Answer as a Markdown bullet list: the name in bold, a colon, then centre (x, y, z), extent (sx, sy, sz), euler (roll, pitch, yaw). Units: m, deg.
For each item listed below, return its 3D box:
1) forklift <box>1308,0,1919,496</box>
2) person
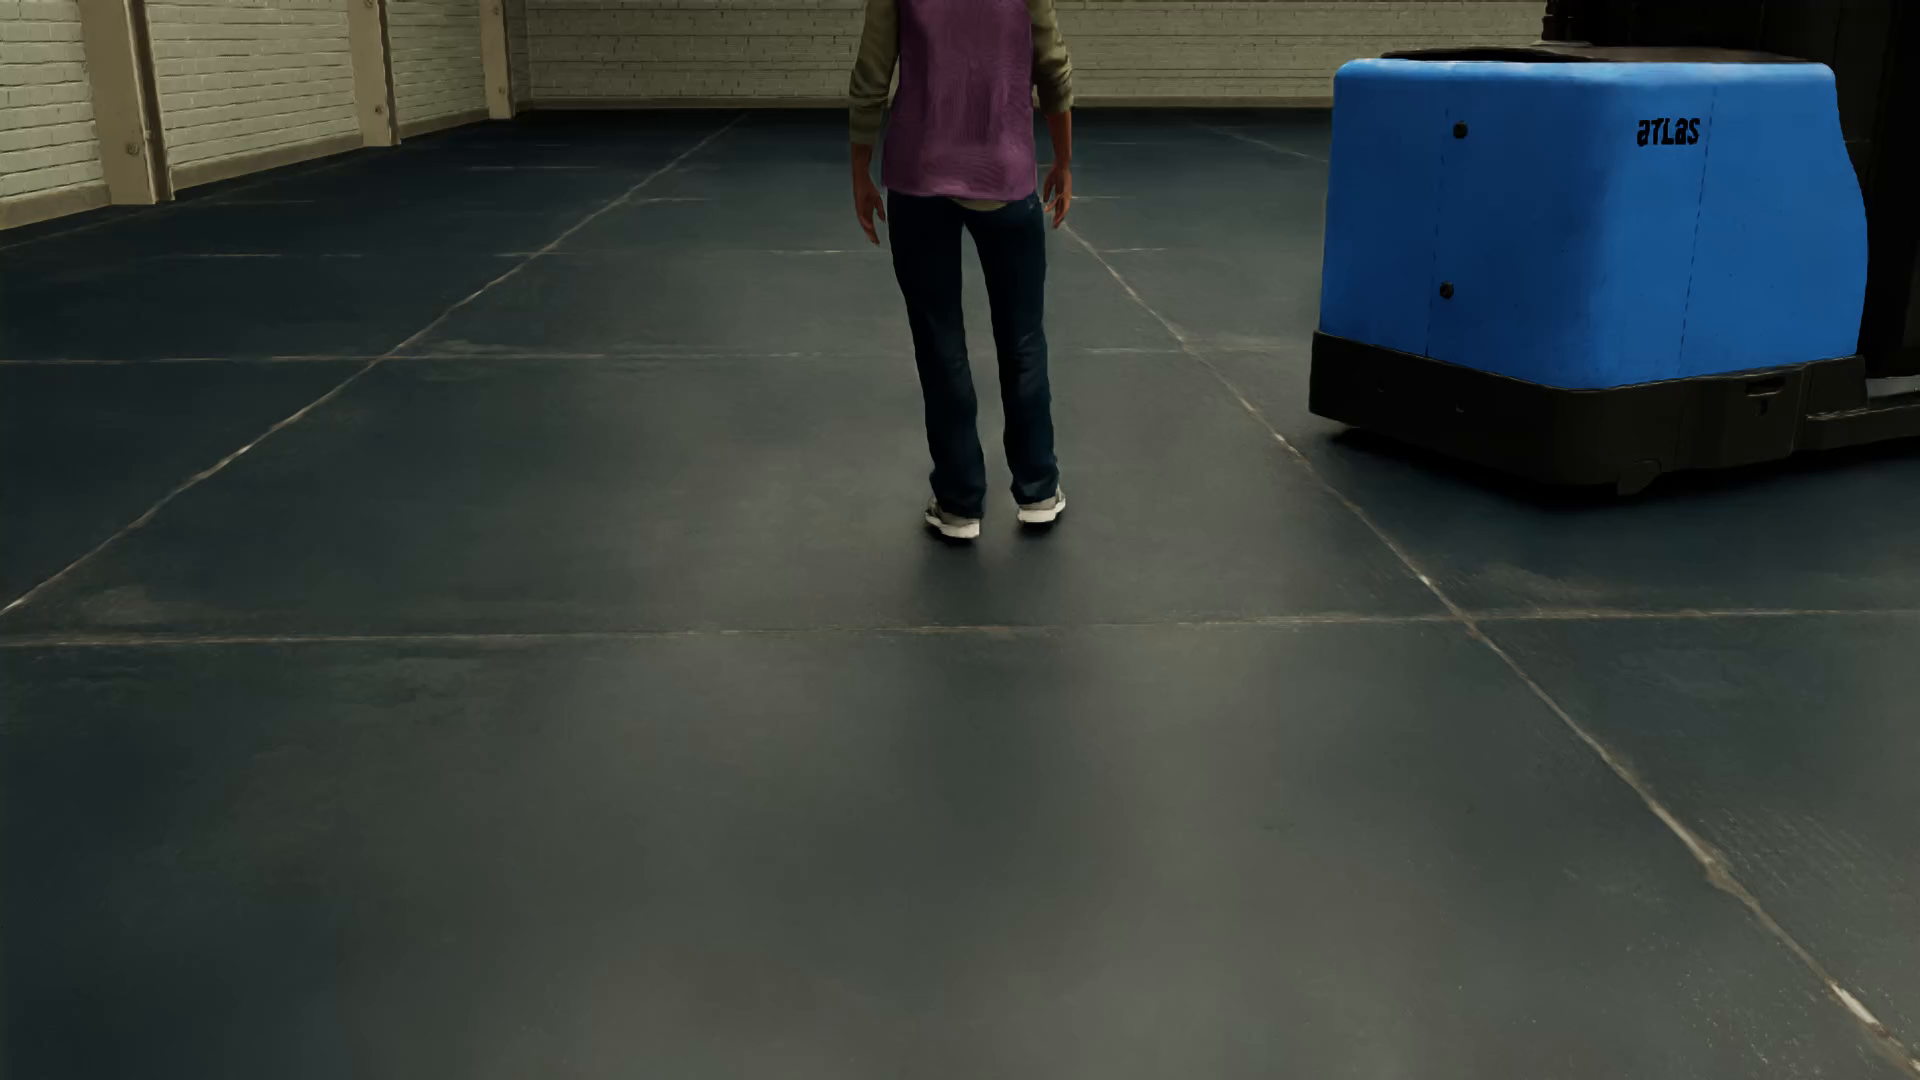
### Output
- **forklift**: centre (2.580, -1.796, 4.779), extent (3.031, 2.935, 1.130), euler (-9, 19, -26)
- **person**: centre (0.010, -0.792, 3.754), extent (0.520, 1.597, 0.474), euler (-1, 17, -3)
